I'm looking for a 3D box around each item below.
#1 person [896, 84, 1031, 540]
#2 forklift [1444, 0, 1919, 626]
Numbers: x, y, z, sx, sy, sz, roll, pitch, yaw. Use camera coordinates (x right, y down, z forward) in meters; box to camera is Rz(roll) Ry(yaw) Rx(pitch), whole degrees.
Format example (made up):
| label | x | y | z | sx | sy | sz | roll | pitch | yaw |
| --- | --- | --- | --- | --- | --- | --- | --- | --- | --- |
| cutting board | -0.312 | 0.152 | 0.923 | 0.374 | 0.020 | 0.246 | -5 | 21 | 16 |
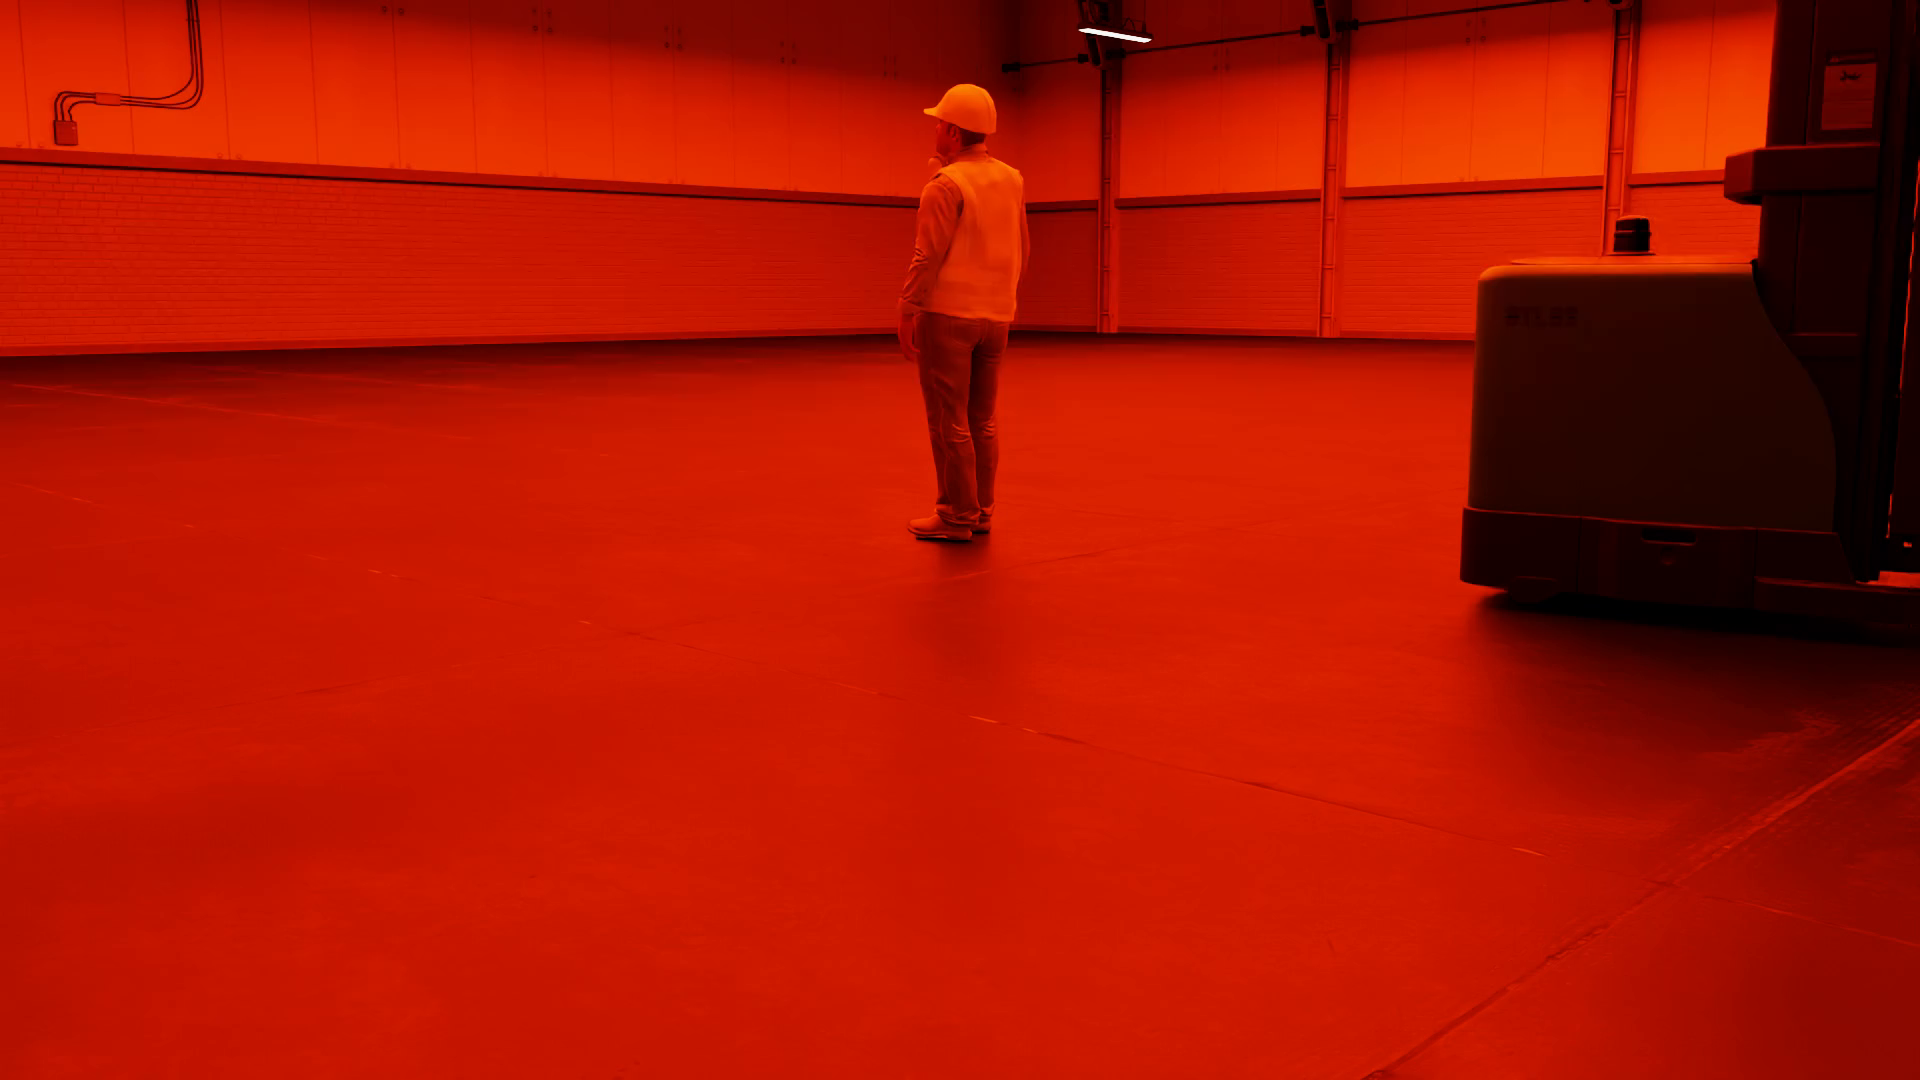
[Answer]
| label | x | y | z | sx | sy | sz | roll | pitch | yaw |
| --- | --- | --- | --- | --- | --- | --- | --- | --- | --- |
| person | -0.039 | -0.892 | 6.632 | 0.568 | 1.773 | 0.632 | 8 | 12 | 43 |
| forklift | 3.103 | -1.197 | 4.822 | 3.031 | 2.935 | 1.130 | 5 | 10 | 30 |
